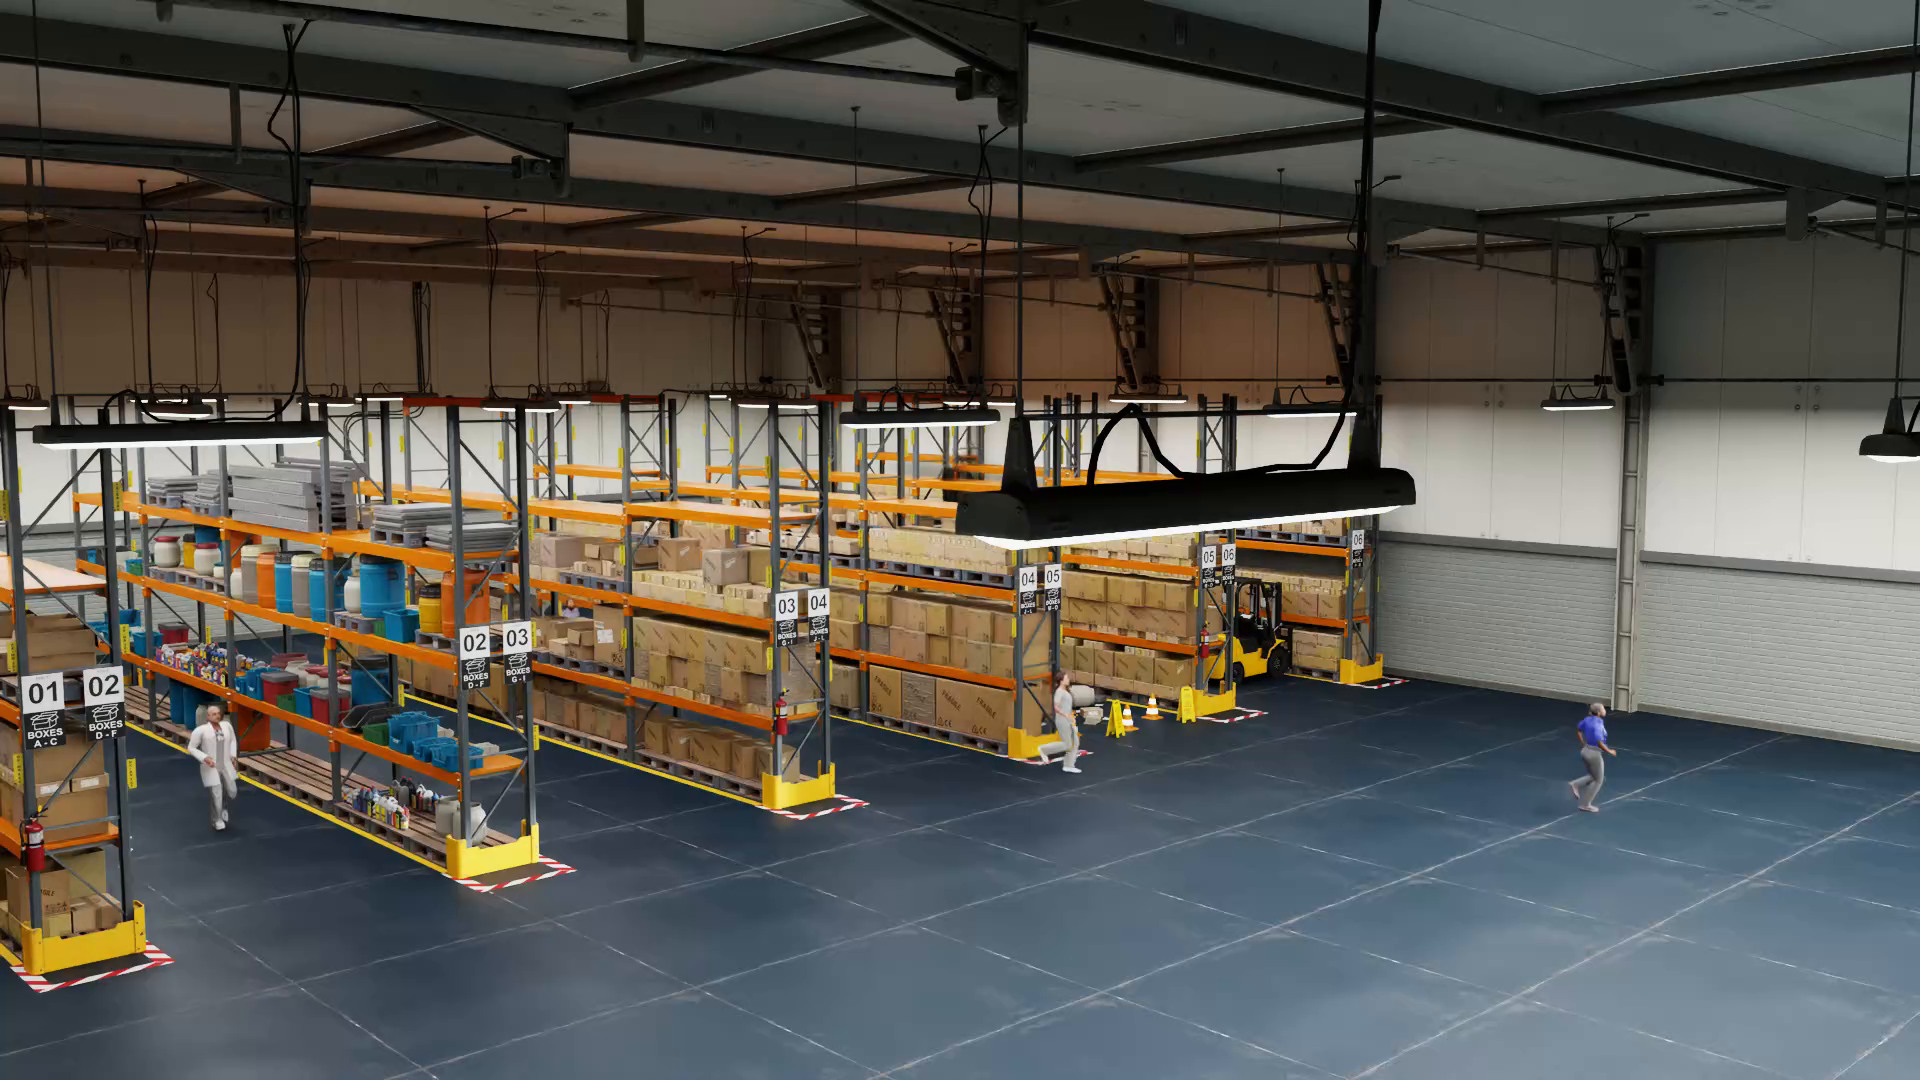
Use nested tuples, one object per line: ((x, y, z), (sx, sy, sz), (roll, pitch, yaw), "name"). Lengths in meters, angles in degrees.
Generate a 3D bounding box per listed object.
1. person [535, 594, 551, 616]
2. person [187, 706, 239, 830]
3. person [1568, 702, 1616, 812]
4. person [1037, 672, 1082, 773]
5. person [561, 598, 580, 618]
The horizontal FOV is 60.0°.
((-10.264, 1.520, 40.983), (0.514, 1.731, 0.727), (-2, 6, -19), "person")
((-10.466, 3.203, 23.392), (0.630, 1.743, 0.716), (5, 8, 44), "person")
((9.309, 3.177, 24.439), (0.597, 1.617, 0.589), (0, 6, -2), "person")
((1.620, 2.940, 26.850), (0.720, 1.632, 0.578), (1, 6, 12), "person")
((-8.431, 2.064, 35.939), (0.615, 1.648, 0.838), (-5, 7, -41), "person")
